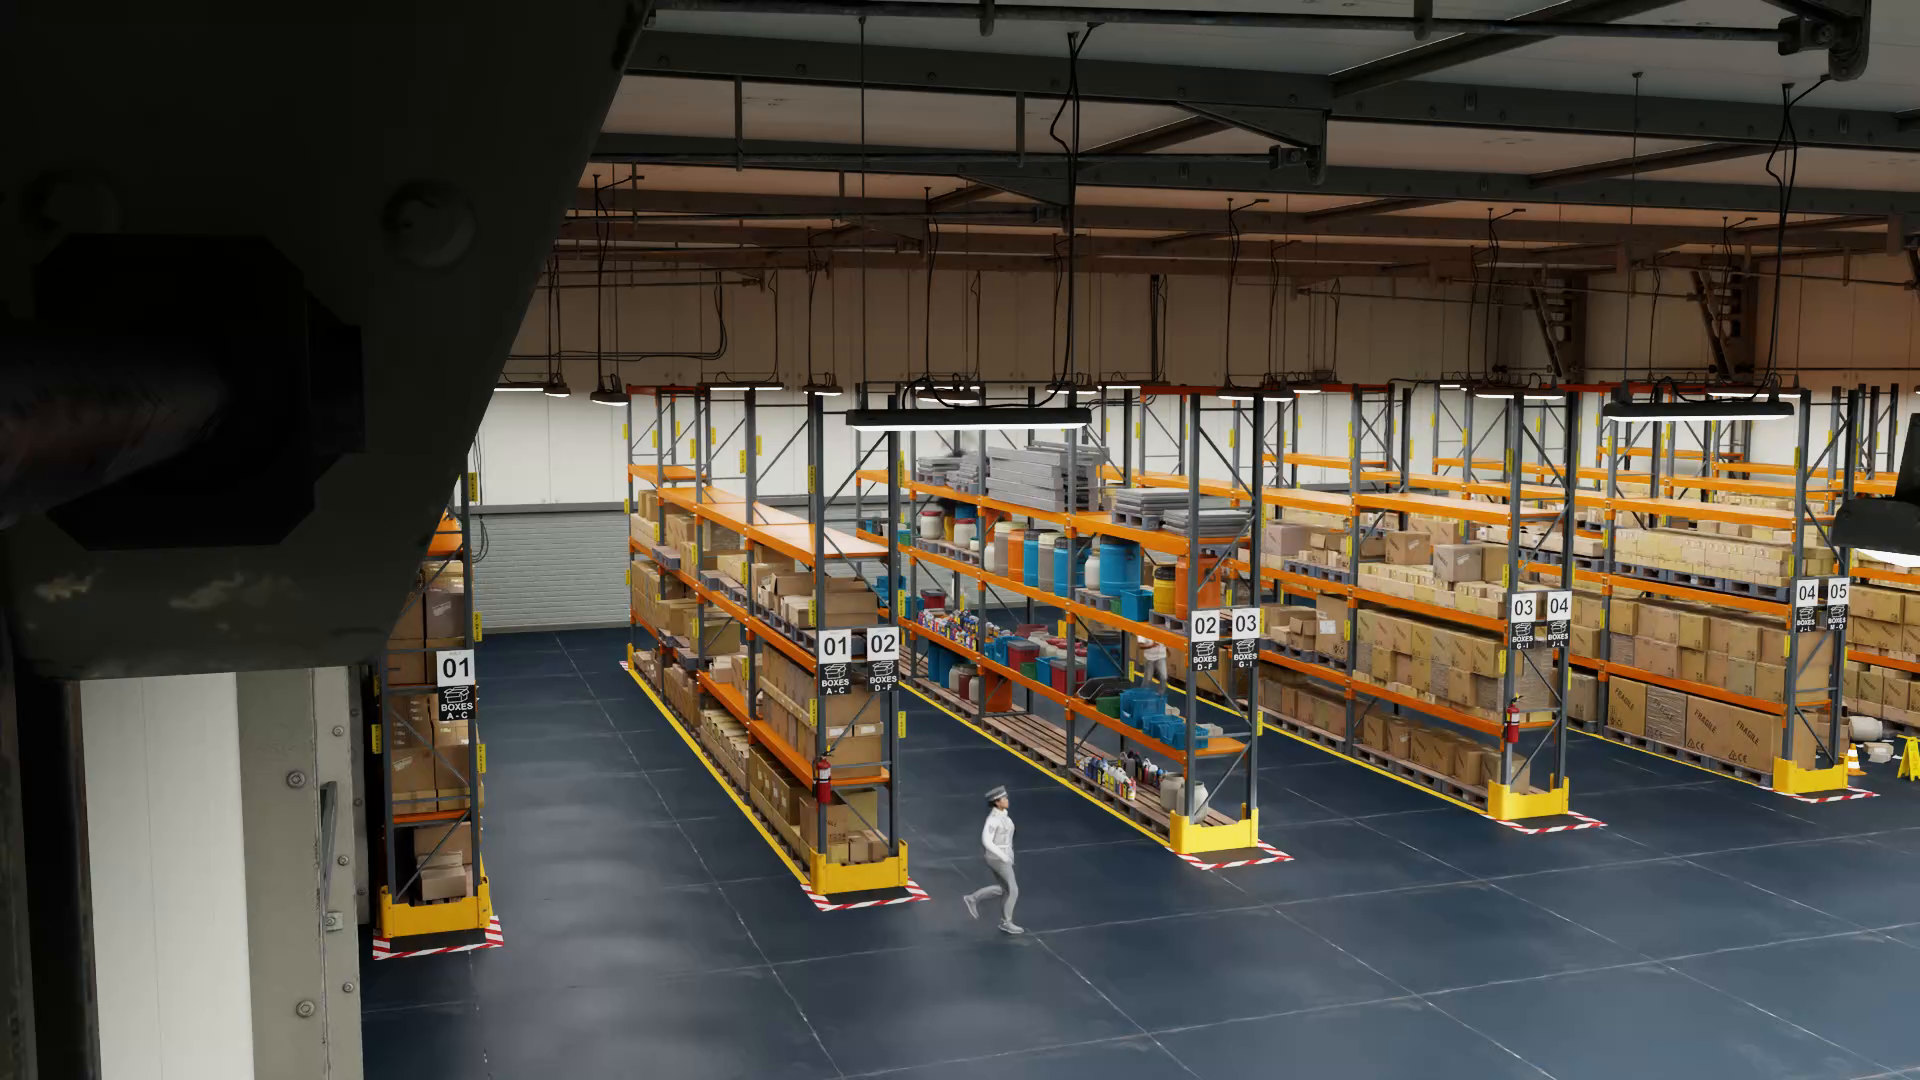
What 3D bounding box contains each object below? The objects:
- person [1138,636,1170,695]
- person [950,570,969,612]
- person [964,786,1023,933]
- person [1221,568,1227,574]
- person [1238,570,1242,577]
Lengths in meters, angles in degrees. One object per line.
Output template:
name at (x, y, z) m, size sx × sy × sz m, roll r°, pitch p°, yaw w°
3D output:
person at (3.630, 2.241, 31.075) m, size 0.676 × 1.825 × 0.791 m, roll -2°, pitch 6°, yaw -15°
person at (-0.020, 1.461, 39.261) m, size 0.532 × 1.658 × 0.613 m, roll -1°, pitch 6°, yaw -13°
person at (0.377, 3.587, 18.750) m, size 0.692 × 1.670 × 0.656 m, roll 1°, pitch 6°, yaw 8°
person at (6.245, 1.451, 39.974) m, size 0.562 × 1.532 × 0.518 m, roll 1°, pitch 6°, yaw 14°
person at (6.390, 1.534, 38.023) m, size 0.735 × 1.732 × 0.811 m, roll 0°, pitch 6°, yaw -5°
